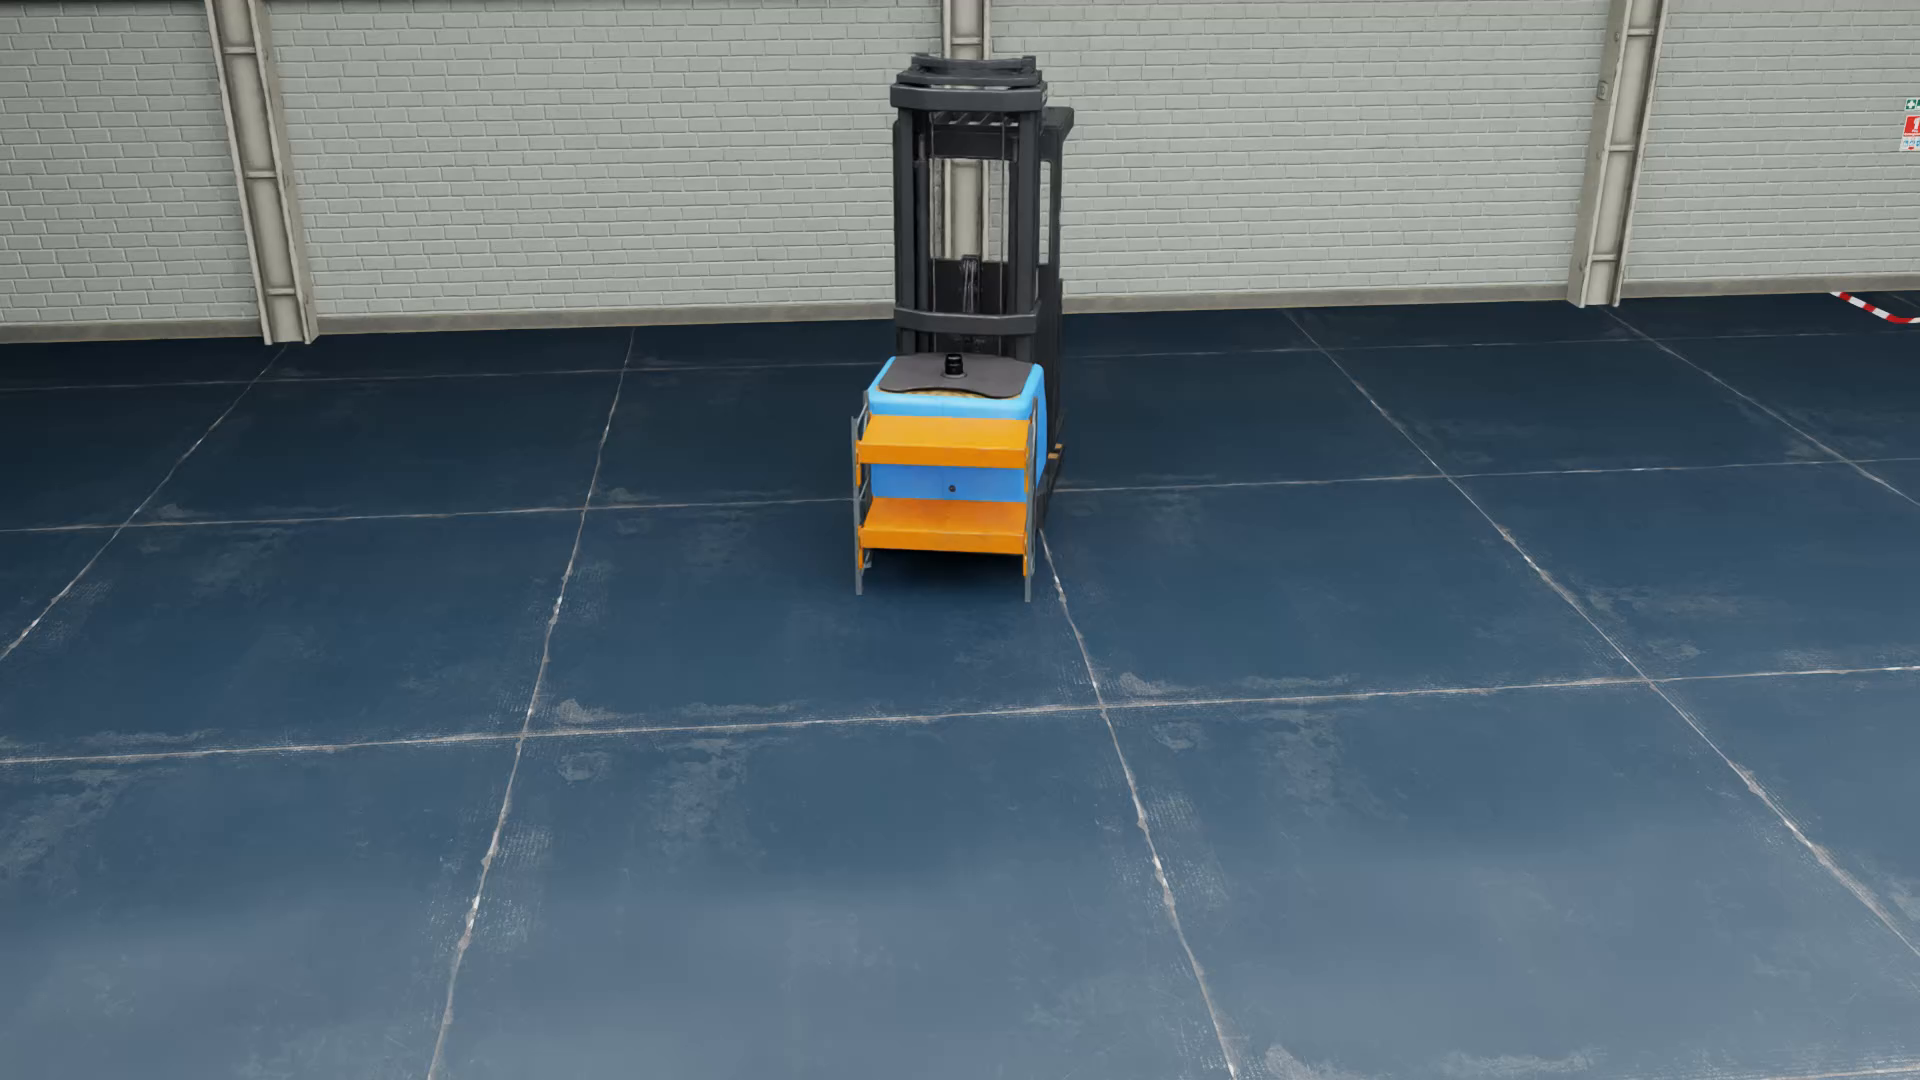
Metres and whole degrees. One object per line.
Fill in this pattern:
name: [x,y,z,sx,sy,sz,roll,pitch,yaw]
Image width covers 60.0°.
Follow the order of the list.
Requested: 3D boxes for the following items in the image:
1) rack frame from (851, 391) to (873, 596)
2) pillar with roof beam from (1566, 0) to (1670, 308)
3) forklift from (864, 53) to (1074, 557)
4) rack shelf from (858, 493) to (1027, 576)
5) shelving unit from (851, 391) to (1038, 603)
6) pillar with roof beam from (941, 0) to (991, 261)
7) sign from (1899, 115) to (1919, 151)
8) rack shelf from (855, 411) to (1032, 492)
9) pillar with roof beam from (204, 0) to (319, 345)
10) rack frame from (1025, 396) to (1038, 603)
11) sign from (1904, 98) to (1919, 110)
rack frame: [-0.586,-0.281,9.997,0.032,1.125,0.500,2,24,5]
pillar with roof beam: [6.441,-4.632,10.093,0.400,9.000,9.100,-2,24,-5]
forklift: [0.154,-1.805,11.202,1.130,2.935,3.031,4,24,9]
rack shelf: [-0.080,-0.037,10.051,1.000,0.278,0.538,2,24,5]
shelving unit: [-0.080,-0.261,9.952,1.048,1.125,0.538,2,24,5]
pillar with roof beam: [0.470,-4.393,9.554,0.400,9.000,9.100,-2,24,-5]
sign: [8.965,-3.823,15.615,0.234,0.329,0.001,-2,24,-5]
rack shelf: [-0.080,-0.528,9.833,1.000,0.278,0.538,2,24,5]
pillar with roof beam: [-5.501,-4.153,9.015,0.400,9.000,9.100,-2,24,-5]
rack frame: [0.426,-0.241,9.907,0.032,1.125,0.500,2,24,5]
sign: [8.970,-4.062,15.500,0.331,0.109,0.001,-2,24,-5]
